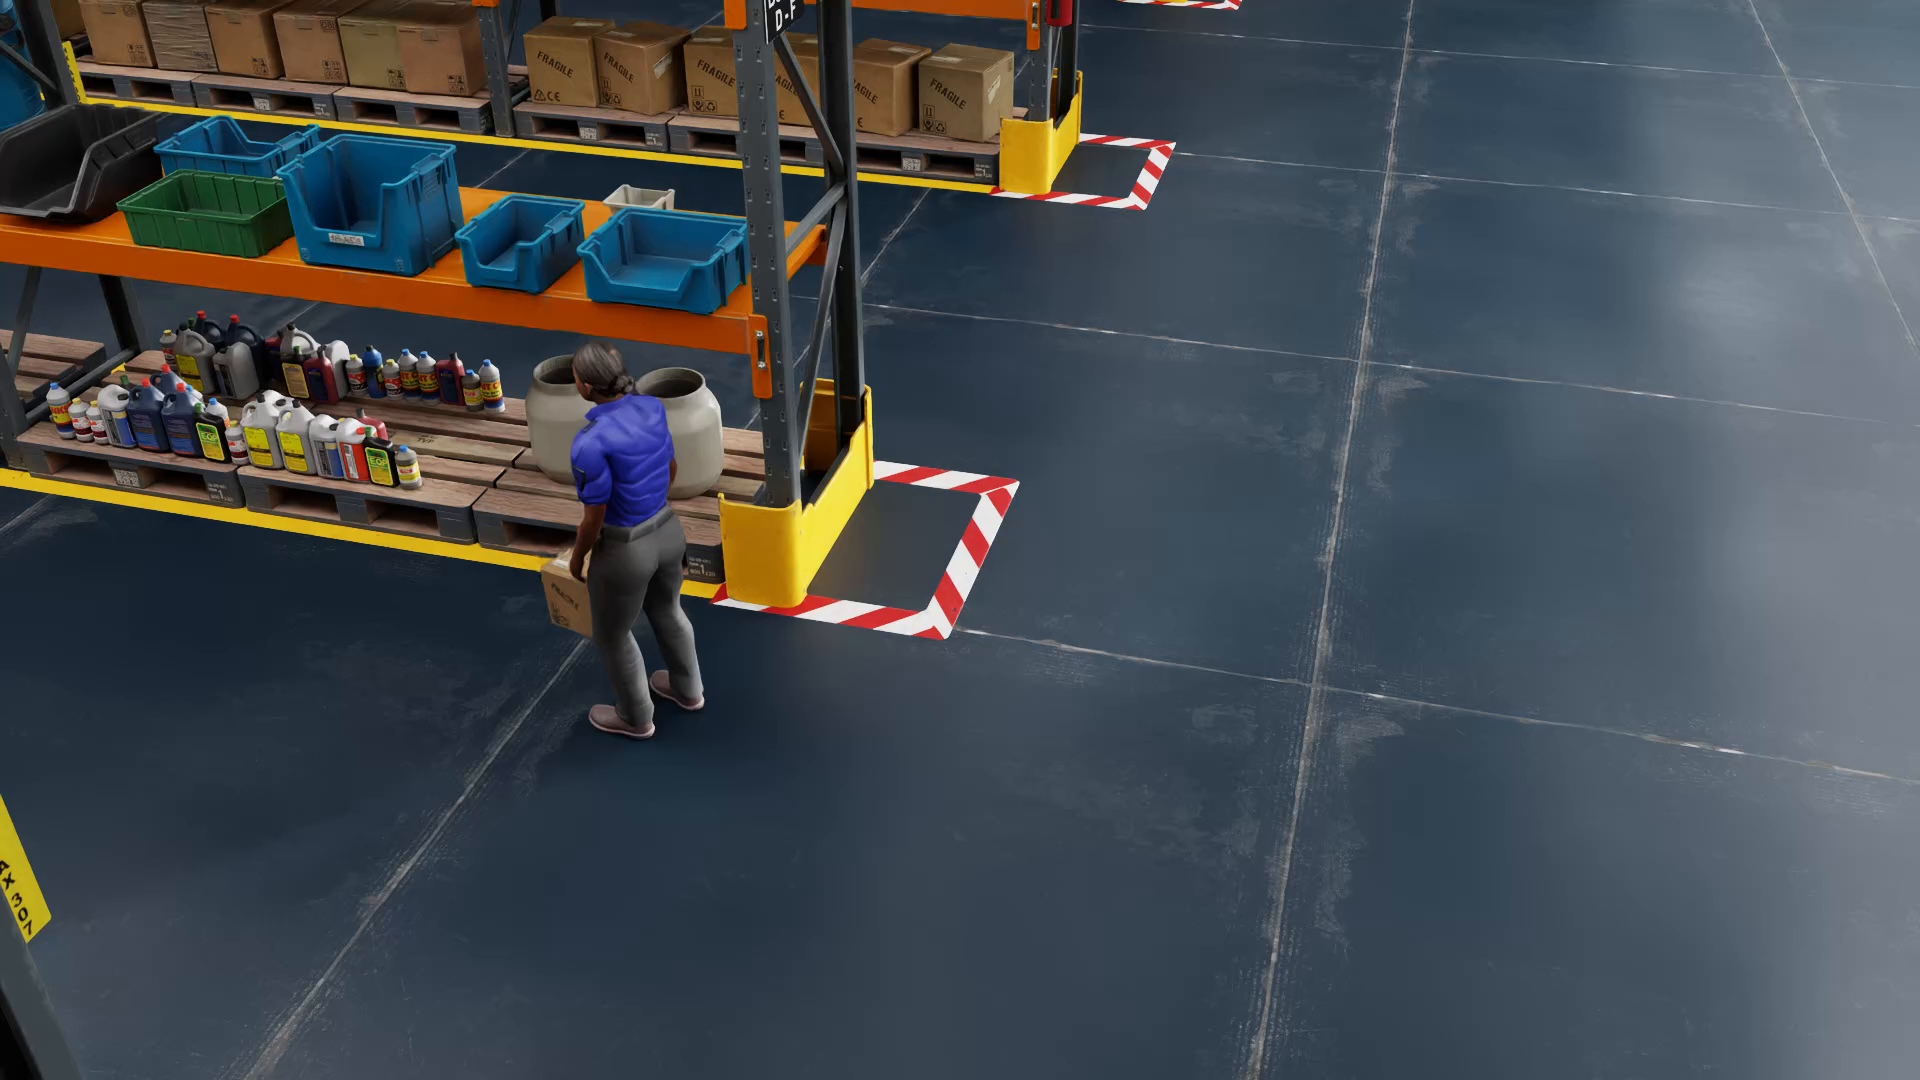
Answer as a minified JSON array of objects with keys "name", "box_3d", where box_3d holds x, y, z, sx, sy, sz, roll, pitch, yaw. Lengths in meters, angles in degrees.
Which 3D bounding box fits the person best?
[{"name":"person","box_3d":[-1.230,0.008,6.126,0.398,1.660,0.492,20,38,27]}]
